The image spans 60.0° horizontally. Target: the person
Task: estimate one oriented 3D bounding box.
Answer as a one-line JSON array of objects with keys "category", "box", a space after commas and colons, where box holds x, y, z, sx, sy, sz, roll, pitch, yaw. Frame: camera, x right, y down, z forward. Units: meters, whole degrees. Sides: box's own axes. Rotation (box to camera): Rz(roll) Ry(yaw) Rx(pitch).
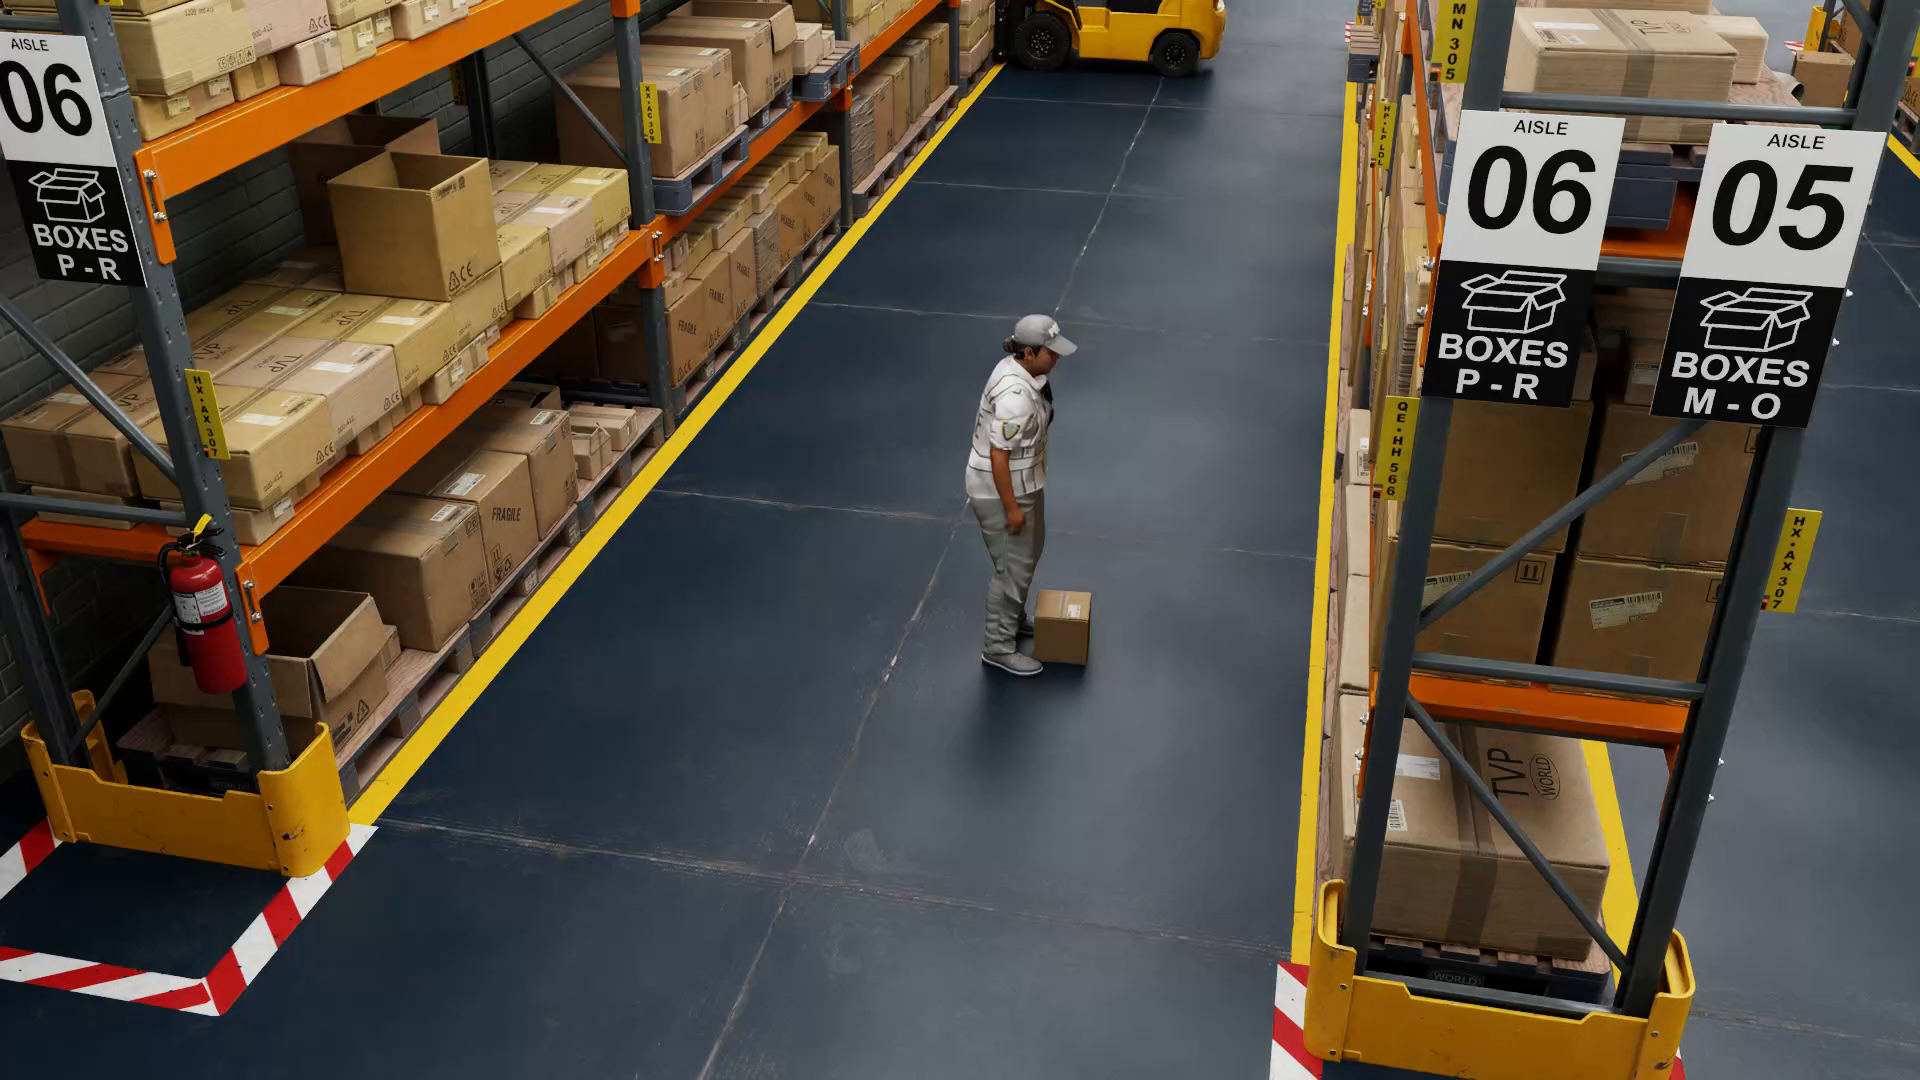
[{"category": "person", "box": [0.271, -0.228, 7.530, 0.469, 1.666, 0.544, 6, 29, 10]}]
